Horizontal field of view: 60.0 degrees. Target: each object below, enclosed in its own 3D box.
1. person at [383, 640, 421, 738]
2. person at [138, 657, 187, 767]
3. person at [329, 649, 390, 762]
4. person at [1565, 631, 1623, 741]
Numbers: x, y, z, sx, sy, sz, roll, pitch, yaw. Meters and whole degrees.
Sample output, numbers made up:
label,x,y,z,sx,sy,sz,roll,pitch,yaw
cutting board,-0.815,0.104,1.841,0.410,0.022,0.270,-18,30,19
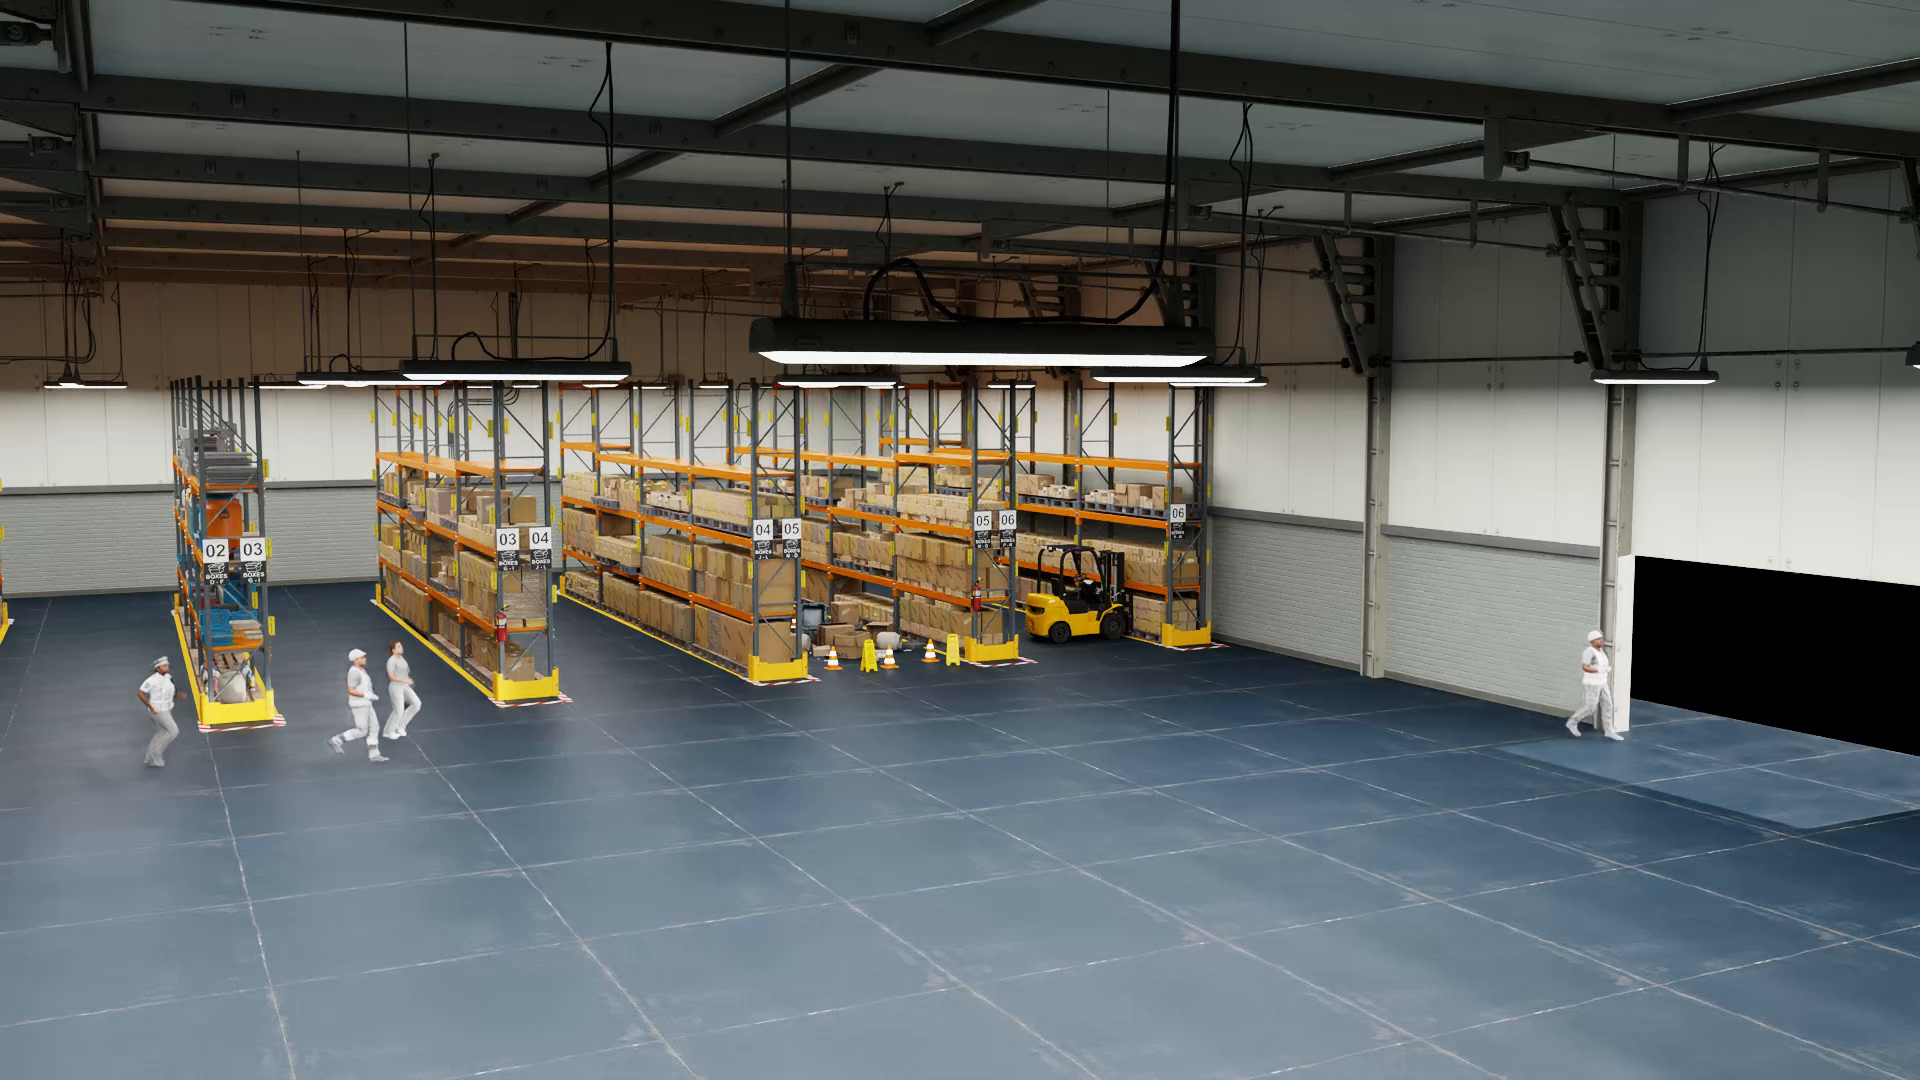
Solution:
label,x,y,z,sx,sy,sz,roll,pitch,yaw
person,-9.250,2.459,27.458,0.600,1.628,0.569,1,5,8
person,-12.201,2.624,25.498,0.652,1.696,0.552,0,5,1
person,-9.278,2.560,25.656,0.888,1.769,0.655,-1,5,-7
person,10.439,2.384,27.329,0.889,1.792,0.689,5,7,44
